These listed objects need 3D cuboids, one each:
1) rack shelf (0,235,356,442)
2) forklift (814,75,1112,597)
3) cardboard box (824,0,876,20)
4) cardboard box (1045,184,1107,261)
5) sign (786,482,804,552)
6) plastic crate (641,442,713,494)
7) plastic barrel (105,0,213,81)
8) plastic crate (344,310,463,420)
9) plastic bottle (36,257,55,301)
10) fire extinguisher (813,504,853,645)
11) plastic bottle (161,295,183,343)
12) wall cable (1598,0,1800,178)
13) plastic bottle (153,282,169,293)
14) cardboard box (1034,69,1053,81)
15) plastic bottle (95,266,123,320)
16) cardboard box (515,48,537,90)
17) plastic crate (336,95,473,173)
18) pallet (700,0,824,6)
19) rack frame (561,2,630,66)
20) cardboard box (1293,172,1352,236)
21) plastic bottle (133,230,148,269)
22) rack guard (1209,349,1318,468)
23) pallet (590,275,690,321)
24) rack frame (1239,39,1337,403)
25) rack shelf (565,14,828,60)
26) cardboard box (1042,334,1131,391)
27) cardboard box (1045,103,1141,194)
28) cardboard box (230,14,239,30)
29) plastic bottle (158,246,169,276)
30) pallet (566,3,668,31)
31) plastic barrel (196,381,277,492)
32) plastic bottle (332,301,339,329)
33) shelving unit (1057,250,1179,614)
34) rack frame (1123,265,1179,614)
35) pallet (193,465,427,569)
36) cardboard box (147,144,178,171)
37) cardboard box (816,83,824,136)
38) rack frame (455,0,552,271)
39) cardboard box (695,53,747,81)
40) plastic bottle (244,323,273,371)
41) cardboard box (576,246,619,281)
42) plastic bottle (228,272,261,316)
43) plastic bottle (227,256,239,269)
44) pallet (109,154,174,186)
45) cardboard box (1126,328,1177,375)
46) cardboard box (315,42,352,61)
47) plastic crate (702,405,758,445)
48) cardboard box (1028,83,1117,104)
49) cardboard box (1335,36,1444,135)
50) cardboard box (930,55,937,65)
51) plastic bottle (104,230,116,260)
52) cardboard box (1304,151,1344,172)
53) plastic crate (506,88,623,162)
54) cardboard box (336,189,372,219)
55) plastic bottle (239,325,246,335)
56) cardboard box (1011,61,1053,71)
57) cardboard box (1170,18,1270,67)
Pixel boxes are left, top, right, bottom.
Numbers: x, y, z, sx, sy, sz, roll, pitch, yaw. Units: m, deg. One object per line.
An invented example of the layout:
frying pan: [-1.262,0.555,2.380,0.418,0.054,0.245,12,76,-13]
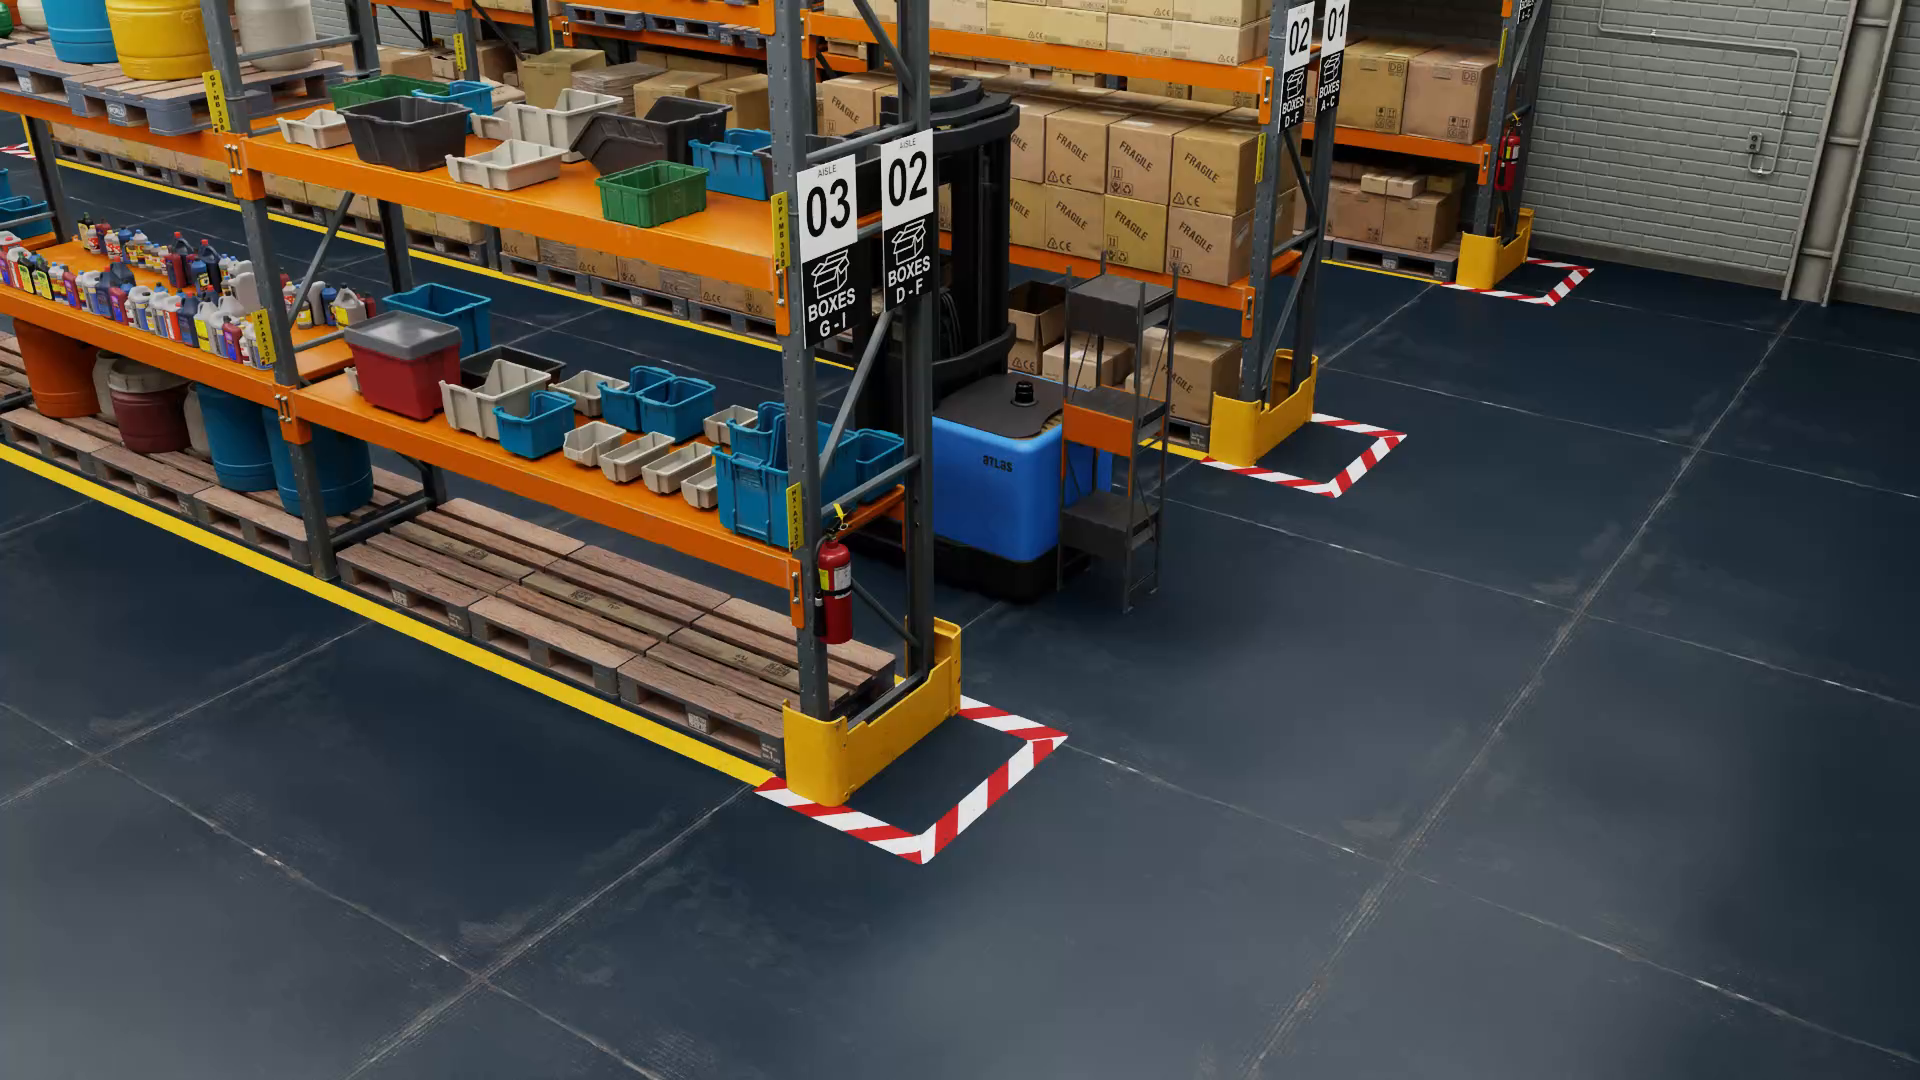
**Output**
rack shelf: [-5.415,-1.463,11.384,4.000,0.370,1.077,17,32,30]
forklift: [-0.499,-1.475,10.691,3.031,2.935,1.130,19,32,32]
cardboard box: [-0.698,-4.173,12.775,0.500,0.250,0.500,17,32,30]
cardboard box: [0.977,-2.413,12.349,0.500,0.500,0.500,18,32,31]
sign: [-0.767,-0.106,7.744,0.005,0.325,0.100,17,32,30]
plastic crate: [-1.475,-0.373,8.675,0.243,0.136,0.396,17,32,30]
plastic barrel: [-4.634,-3.036,9.705,0.600,0.588,0.600,0,27,0]
plastic crate: [-3.172,-1.002,9.549,0.583,0.464,0.402,17,32,30]
plastic bottle: [-6.234,-1.783,11.350,0.133,0.283,0.061,17,32,30]
fire extinguisher: [-0.602,0.167,7.886,0.183,0.674,0.296,17,32,30]
plastic bottle: [-4.991,-1.418,10.640,0.135,0.276,0.152,17,32,30]
wall cable: [6.731,-4.424,15.290,1.851,1.984,0.084,17,32,30]
plastic bottle: [-5.238,-1.562,10.927,0.097,0.271,0.097,0,27,0]
cardboard box: [0.994,-4.991,17.779,0.250,0.149,0.380,18,32,32]
plastic bottle: [-5.617,-1.644,11.002,0.185,0.351,0.144,17,32,30]
cardboard box: [-5.630,-6.362,22.488,0.500,0.500,0.500,15,30,27]
plastic crate: [-2.898,-2.127,8.733,0.590,0.269,0.497,17,32,30]
pallet: [-1.457,-4.567,13.592,1.003,0.211,1.213,17,32,30]
rack frame: [-4.752,-7.028,21.527,0.127,3.000,1.000,17,32,30]
cardboard box: [3.679,-3.419,16.729,0.500,0.500,0.700,16,31,29]
plastic bottle: [-5.893,-2.100,11.984,0.097,0.271,0.097,0,27,0]
rack guard: [2.276,-0.999,12.436,0.348,0.500,1.175,17,32,30]
pallet: [-2.661,-2.386,15.479,1.213,0.211,1.003,17,32,30]
rack frame: [2.338,-2.094,11.831,0.127,3.000,1.000,17,32,30]
rack shelf: [-3.103,-6.194,20.681,4.000,0.370,1.077,17,32,30]
cardboard box: [0.984,-1.367,12.949,0.500,0.250,0.500,17,32,30]
cardboard box: [0.969,-2.856,12.116,0.500,0.500,0.500,18,32,32]
cardboard box: [-7.899,-5.498,17.696,0.250,0.149,0.380,17,32,30]
plastic bottle: [-5.652,-1.993,11.853,0.097,0.201,0.097,0,27,0]
pallet: [-4.204,-6.692,21.078,1.213,0.211,1.003,17,32,30]
plastic barrel: [-4.789,-0.850,11.237,0.708,0.901,0.600,17,32,30]
plastic bottle: [-4.043,-1.492,10.868,0.097,0.201,0.097,0,27,0]
shelving unit: [0.926,-0.624,9.935,0.503,2.100,0.431,19,32,32]
rack frame: [1.122,-0.558,9.805,0.015,2.100,0.400,19,32,32]
pallet: [-4.379,-0.241,11.264,1.213,0.211,1.003,17,32,30]
cardboard box: [-8.886,-4.429,18.988,0.500,0.250,0.500,17,32,30]
cardboard box: [-1.223,-3.558,14.134,0.500,0.500,0.700,7,28,13]
rack frame: [-4.256,-4.148,15.867,0.127,3.000,1.000,17,32,30]
cardboard box: [-2.939,-5.882,20.720,0.500,0.250,0.500,17,32,30]
plastic bottle: [-4.274,-1.195,10.201,0.135,0.276,0.152,17,32,30]
cardboard box: [-3.197,-2.743,15.378,0.500,0.500,0.500,17,31,30]
plastic bottle: [-4.782,-1.657,11.109,0.135,0.276,0.152,17,32,30]
plastic bottle: [-4.967,-1.811,11.417,0.097,0.271,0.097,0,27,0]
pallet: [-9.195,-4.465,19.565,1.213,0.211,1.003,17,32,30]
cardboard box: [1.639,-1.438,13.090,0.500,0.250,0.500,17,32,30]
cardboard box: [-6.495,-4.881,17.198,0.500,0.500,0.500,20,33,34]
plastic crate: [-1.263,-0.626,9.171,0.298,0.136,0.250,17,32,30]
cardboard box: [0.858,-3.188,12.769,0.500,0.500,0.500,17,32,30]
cardboard box: [4.108,-4.390,16.012,0.700,0.700,0.980,17,32,30]
cardboard box: [-0.238,-5.407,18.596,0.250,0.149,0.380,18,32,31]
plastic bottle: [-6.214,-2.168,12.197,0.097,0.201,0.097,0,27,0]
cardboard box: [3.676,-3.819,16.798,0.250,0.149,0.380,18,32,31]
plastic crate: [-2.121,-2.211,8.885,0.530,0.282,0.437,17,32,30]
cardboard box: [-6.093,-3.546,17.253,0.500,0.250,0.500,18,32,31]
plastic bottle: [-4.461,-1.238,10.369,0.097,0.201,0.097,0,27,0]
cardboard box: [0.893,-5.311,17.693,0.500,0.500,0.500,18,32,31]
cardboard box: [1.765,-3.397,11.250,0.500,0.250,0.500,17,32,30]
